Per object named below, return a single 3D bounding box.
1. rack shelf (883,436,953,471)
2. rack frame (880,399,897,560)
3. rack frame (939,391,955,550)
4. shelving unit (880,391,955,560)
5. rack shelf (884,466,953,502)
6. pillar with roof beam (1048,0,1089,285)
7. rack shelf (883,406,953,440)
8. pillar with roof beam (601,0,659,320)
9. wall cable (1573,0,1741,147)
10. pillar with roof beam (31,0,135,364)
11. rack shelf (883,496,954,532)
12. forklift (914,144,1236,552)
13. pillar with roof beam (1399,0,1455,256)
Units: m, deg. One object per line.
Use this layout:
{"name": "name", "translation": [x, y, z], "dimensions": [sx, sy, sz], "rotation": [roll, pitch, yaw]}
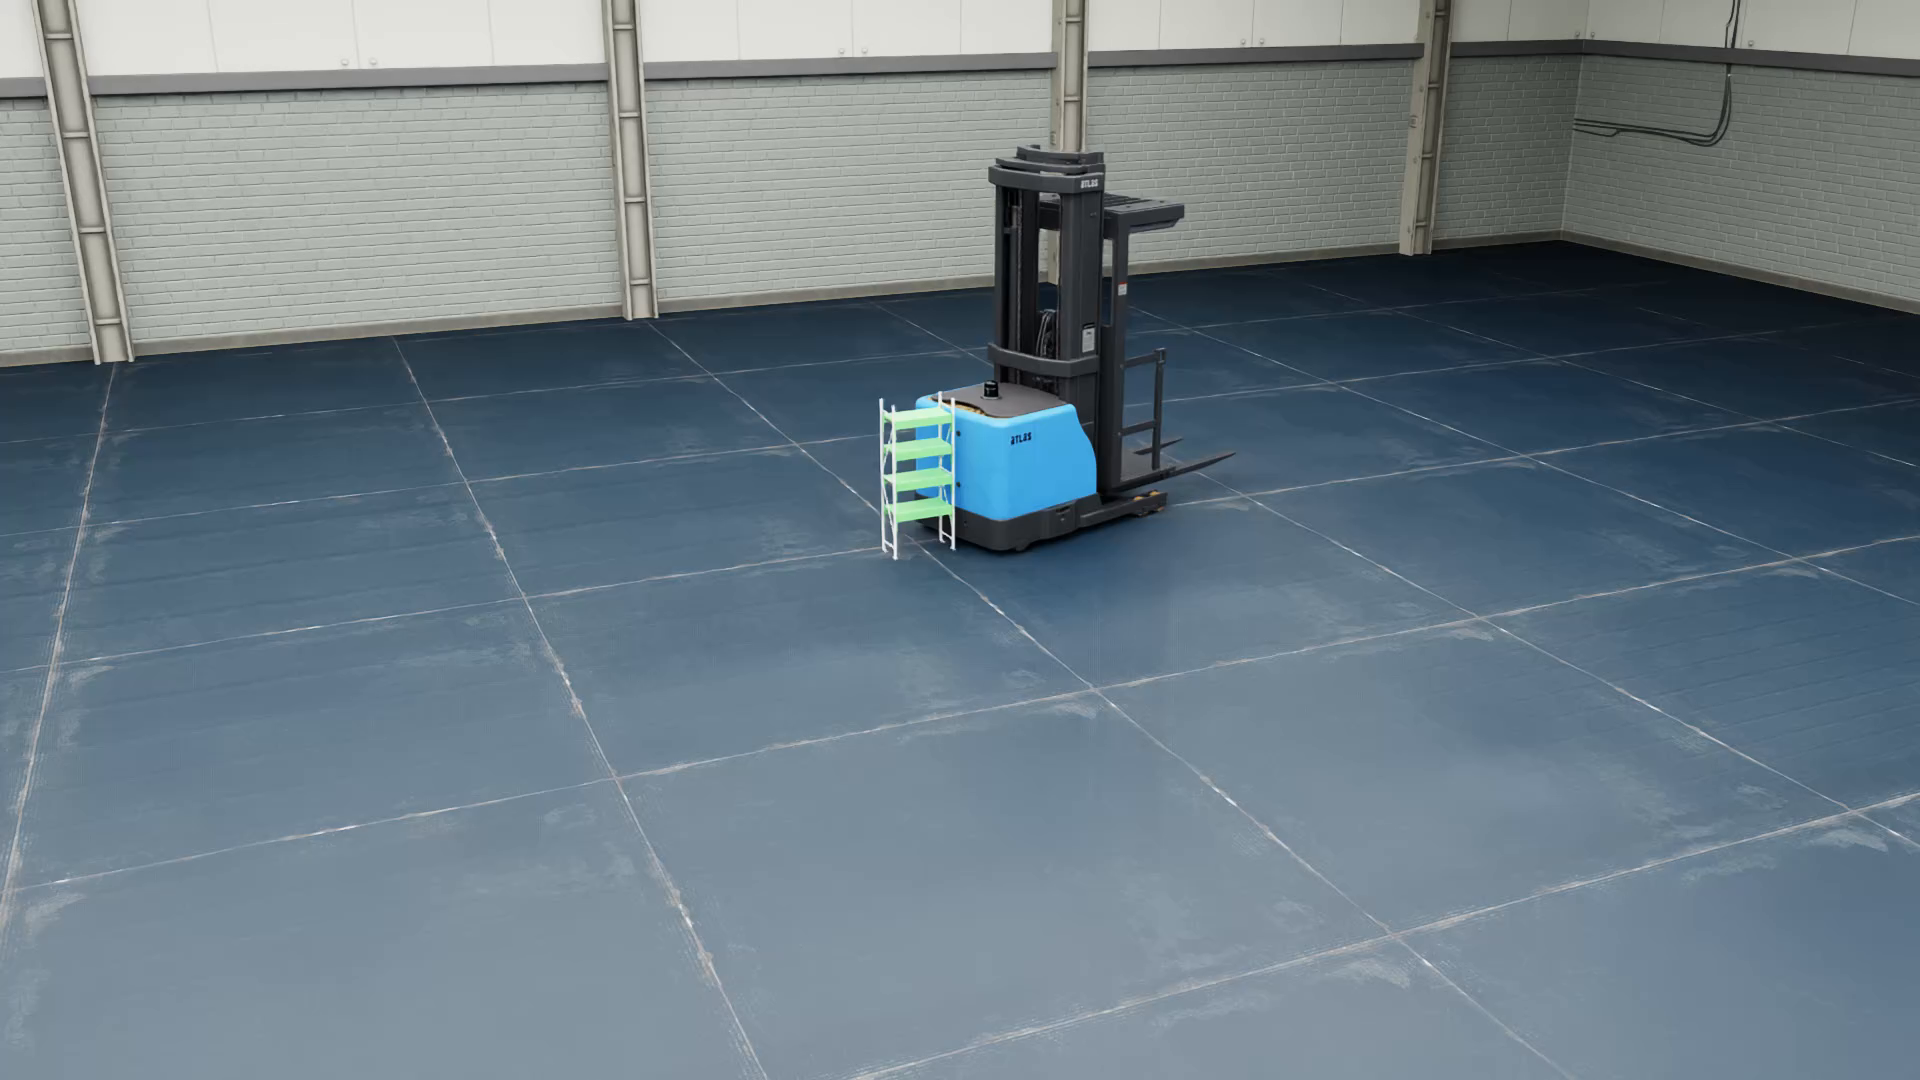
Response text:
{"name": "rack shelf", "translation": [-0.320, -0.654, 12.543], "dimensions": [0.480, 0.148, 0.258], "rotation": [-9, 21, -25]}
{"name": "rack frame", "translation": [-0.538, -0.452, 12.499], "dimensions": [0.015, 1.200, 0.240], "rotation": [-9, 21, -25]}
{"name": "rack frame", "translation": [-0.101, -0.524, 12.704], "dimensions": [0.015, 1.200, 0.240], "rotation": [-9, 21, -25]}
{"name": "shelving unit", "translation": [-0.320, -0.488, 12.602], "dimensions": [0.503, 1.200, 0.258], "rotation": [-9, 21, -25]}
{"name": "rack shelf", "translation": [-0.320, -0.428, 12.623], "dimensions": [0.480, 0.148, 0.258], "rotation": [-9, 21, -25]}
{"name": "pillar with roof beam", "translation": [3.172, -6.545, 18.061], "dimensions": [0.400, 9.000, 9.100], "rotation": [-8, 21, -22]}
{"name": "rack shelf", "translation": [-0.320, -0.881, 12.463], "dimensions": [0.480, 0.148, 0.258], "rotation": [-9, 21, -25]}
{"name": "pillar with roof beam", "translation": [-2.337, -5.756, 15.819], "dimensions": [0.400, 9.000, 9.100], "rotation": [-8, 21, -22]}
{"name": "wall cable", "translation": [10.205, -7.167, 24.502], "dimensions": [0.112, 2.526, 3.097], "rotation": [-8, 21, -22]}
{"name": "pillar with roof beam", "translation": [-7.846, -4.966, 13.578], "dimensions": [0.400, 9.000, 9.100], "rotation": [-8, 21, -22]}
{"name": "rack shelf", "translation": [-0.320, -0.201, 12.703], "dimensions": [0.480, 0.148, 0.258], "rotation": [-9, 21, -25]}
{"name": "forklift", "translation": [1.070, -1.685, 13.395], "dimensions": [3.031, 2.935, 1.130], "rotation": [-17, 25, -39]}
{"name": "pillar with roof beam", "translation": [8.682, -7.334, 20.303], "dimensions": [0.400, 9.000, 9.100], "rotation": [-8, 21, -22]}
